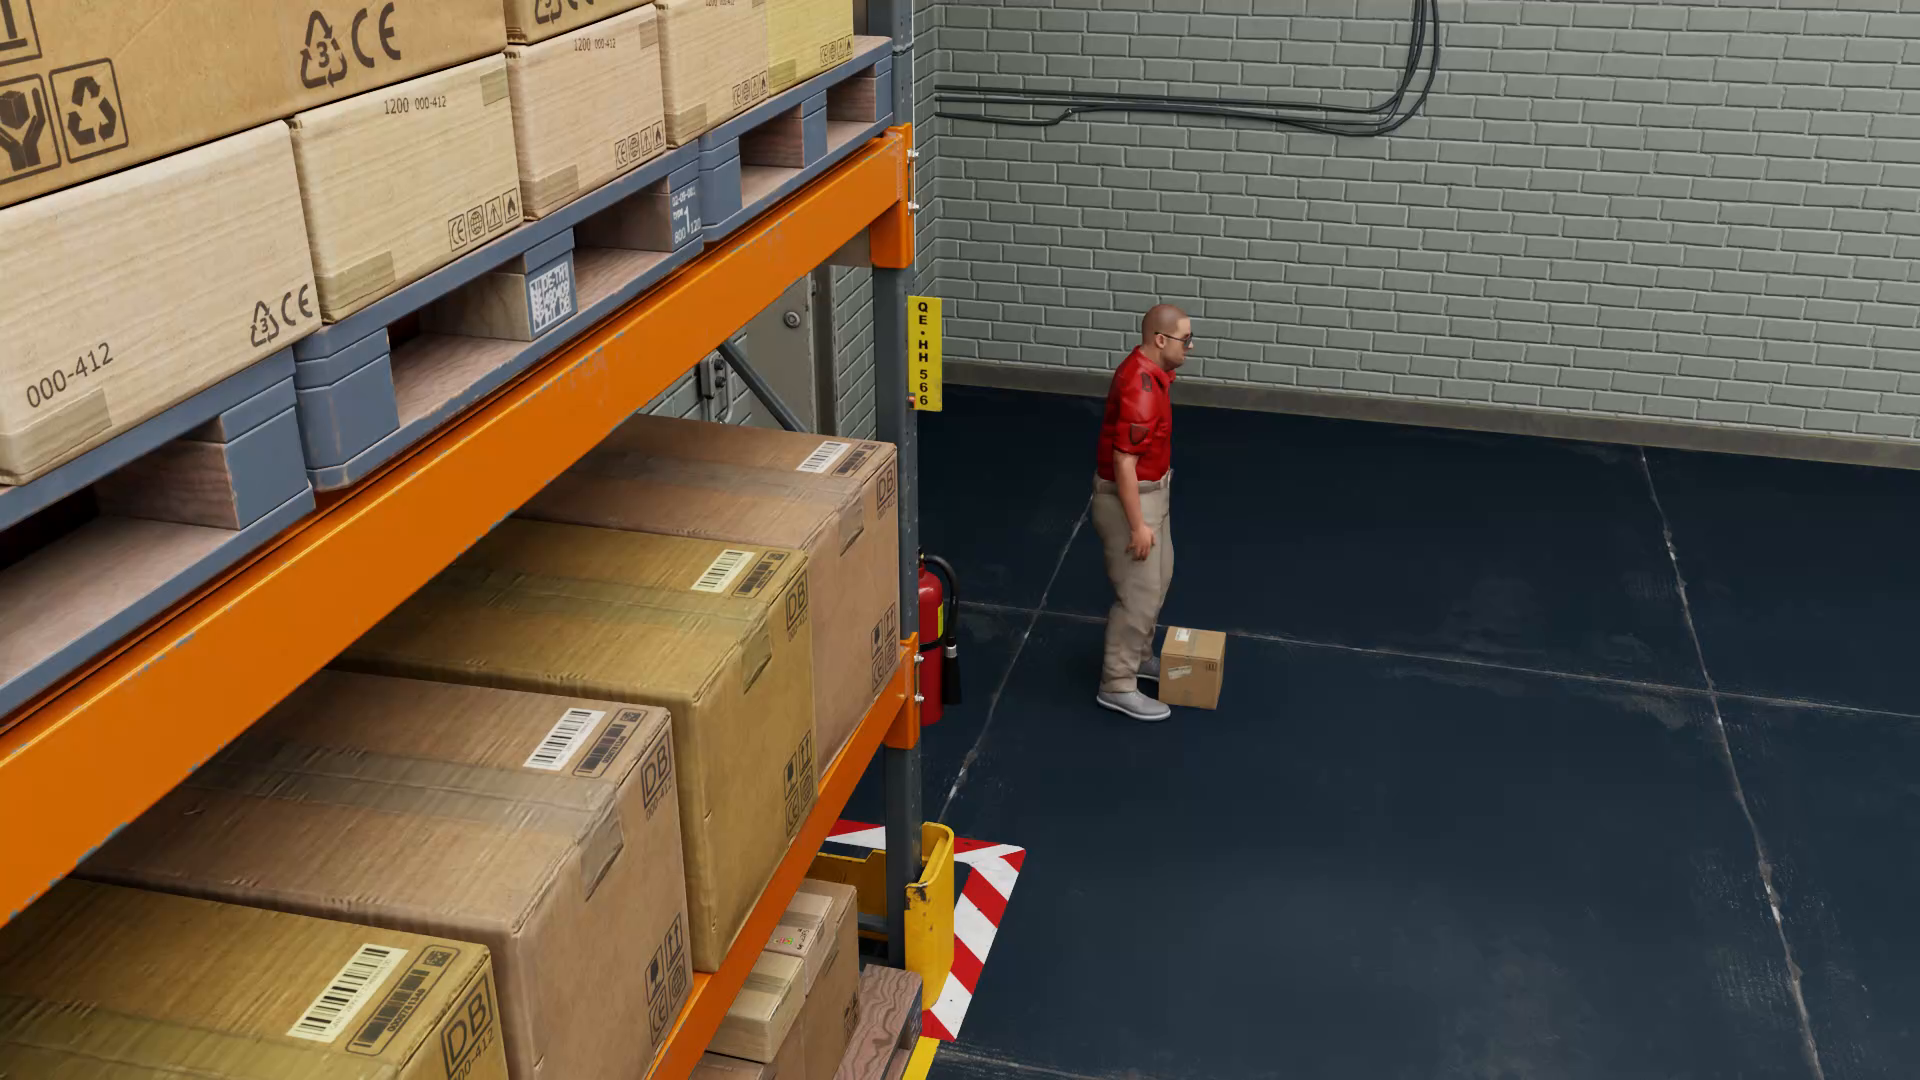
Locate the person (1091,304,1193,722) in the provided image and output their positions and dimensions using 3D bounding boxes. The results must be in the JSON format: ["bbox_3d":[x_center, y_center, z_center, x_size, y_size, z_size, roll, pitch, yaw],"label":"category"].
[{"bbox_3d":[0.774,-0.140,6.925,0.436,1.725,0.595,5,26,10],"label":"person"}]
